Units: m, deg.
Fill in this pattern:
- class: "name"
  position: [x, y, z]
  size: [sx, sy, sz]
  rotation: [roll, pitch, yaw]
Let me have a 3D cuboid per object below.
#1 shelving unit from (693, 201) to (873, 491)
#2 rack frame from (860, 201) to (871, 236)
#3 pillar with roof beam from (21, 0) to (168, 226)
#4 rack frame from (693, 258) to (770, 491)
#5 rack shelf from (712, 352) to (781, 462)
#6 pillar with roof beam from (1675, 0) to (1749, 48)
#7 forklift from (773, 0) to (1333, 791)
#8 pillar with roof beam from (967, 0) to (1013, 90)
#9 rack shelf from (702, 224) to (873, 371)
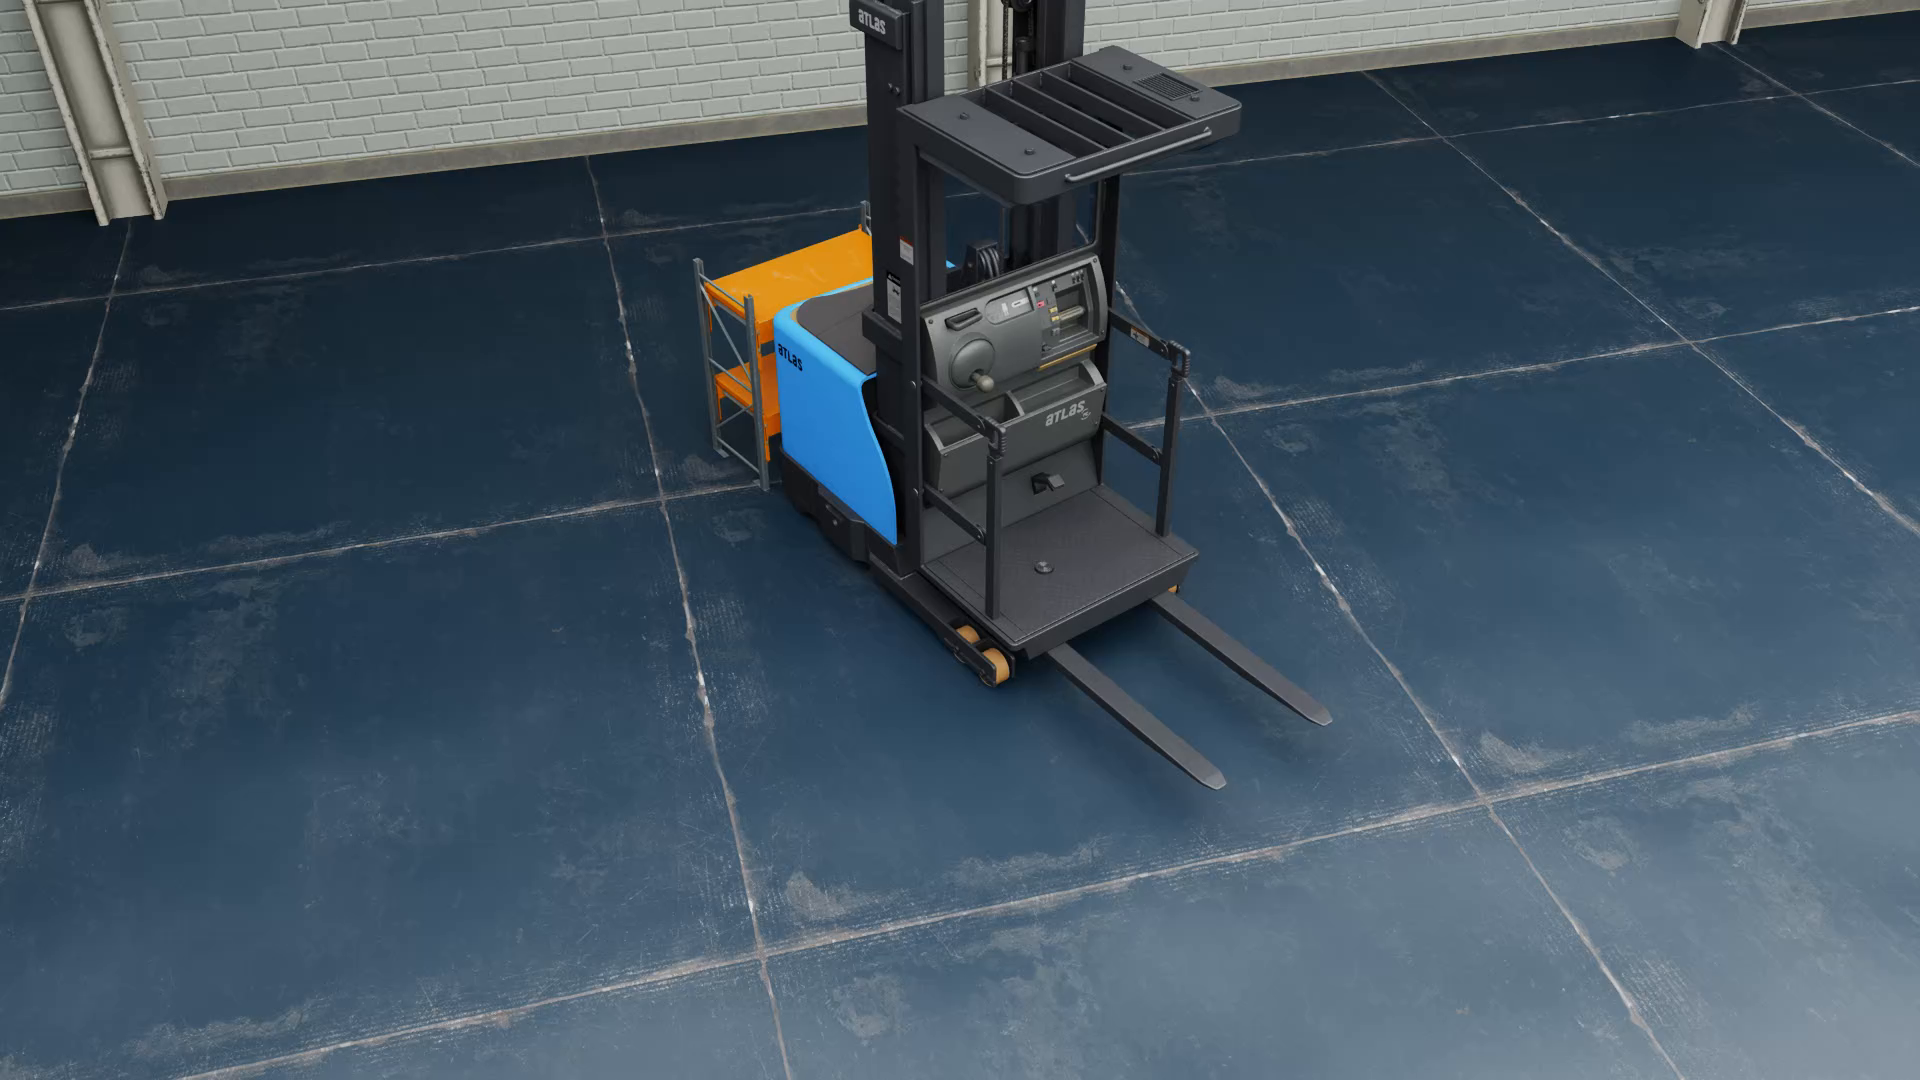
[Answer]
- class: "shelving unit"
  position: [-0.750, -1.013, 8.627]
  size: [1.048, 1.125, 0.538]
  rotation: [-26, 44, -30]
- class: "rack frame"
  position: [-0.353, -1.206, 8.880]
  size: [0.032, 1.125, 0.500]
  rotation: [-26, 44, -30]
- class: "pillar with roof beam"
  position: [-4.385, -3.236, 5.053]
  size: [0.400, 9.000, 9.100]
  rotation: [-9, 38, -12]
- class: "rack frame"
  position: [-1.147, -0.820, 8.375]
  size: [0.032, 1.125, 0.500]
  rotation: [-26, 44, -30]
- class: "rack shelf"
  position: [-0.750, -0.818, 8.776]
  size: [1.000, 0.278, 0.538]
  rotation: [-26, 44, -30]
- class: "pillar with roof beam"
  position: [7.200, -5.136, 7.538]
  size: [0.400, 9.000, 9.100]
  rotation: [-9, 38, -12]
- class: "forklift"
  position: [0.377, -0.857, 6.937]
  size: [1.130, 2.935, 3.031]
  rotation: [-24, 44, -28]
- class: "pillar with roof beam"
  position: [1.408, -4.186, 6.295]
  size: [0.400, 9.000, 9.100]
  rotation: [-9, 38, -12]
- class: "rack shelf"
  position: [-0.750, -1.245, 8.450]
  size: [1.000, 0.278, 0.538]
  rotation: [-26, 44, -30]
